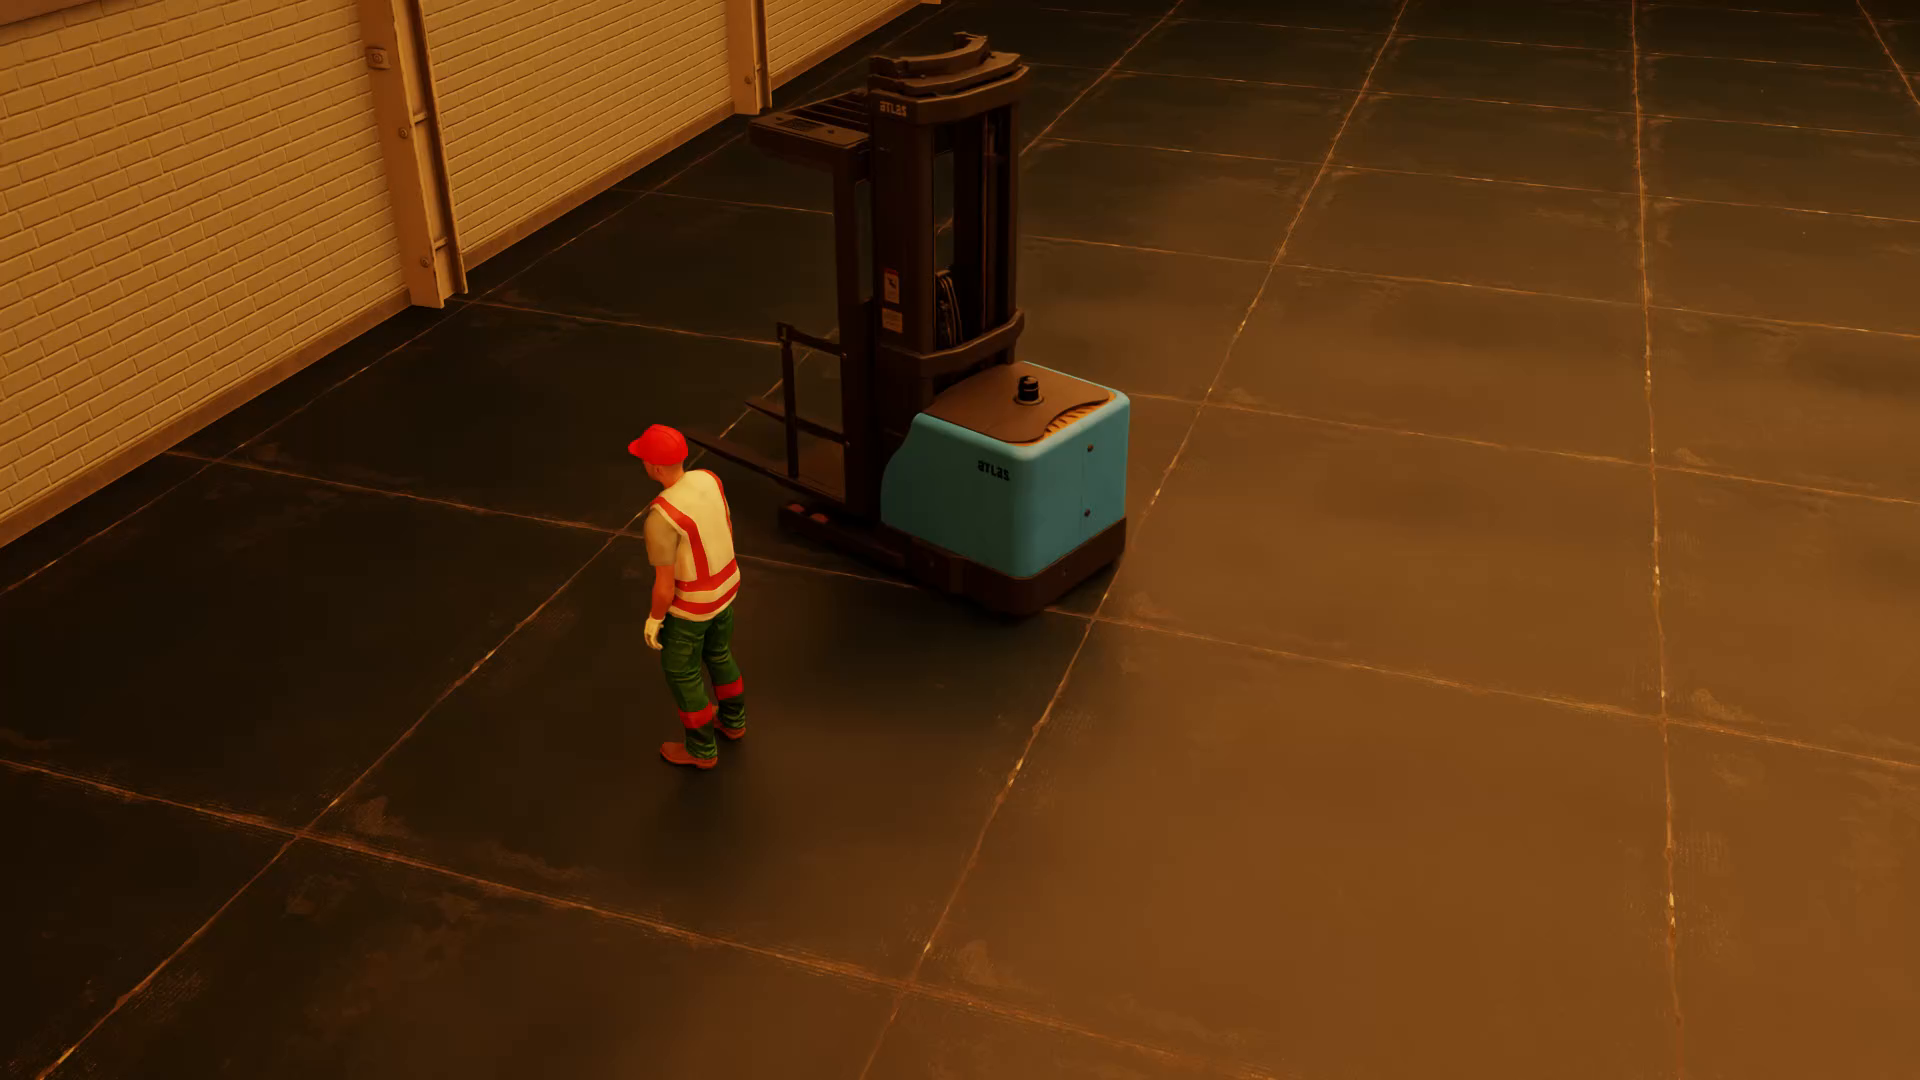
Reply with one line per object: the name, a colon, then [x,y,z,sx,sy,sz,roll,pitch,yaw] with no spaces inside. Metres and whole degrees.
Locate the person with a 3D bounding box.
person: [-1.272,0.270,7.827,0.445,1.780,0.621,14,33,23]

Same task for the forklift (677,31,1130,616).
forklift: [-0.483,-1.446,9.673,3.031,2.935,1.130,22,36,34]
